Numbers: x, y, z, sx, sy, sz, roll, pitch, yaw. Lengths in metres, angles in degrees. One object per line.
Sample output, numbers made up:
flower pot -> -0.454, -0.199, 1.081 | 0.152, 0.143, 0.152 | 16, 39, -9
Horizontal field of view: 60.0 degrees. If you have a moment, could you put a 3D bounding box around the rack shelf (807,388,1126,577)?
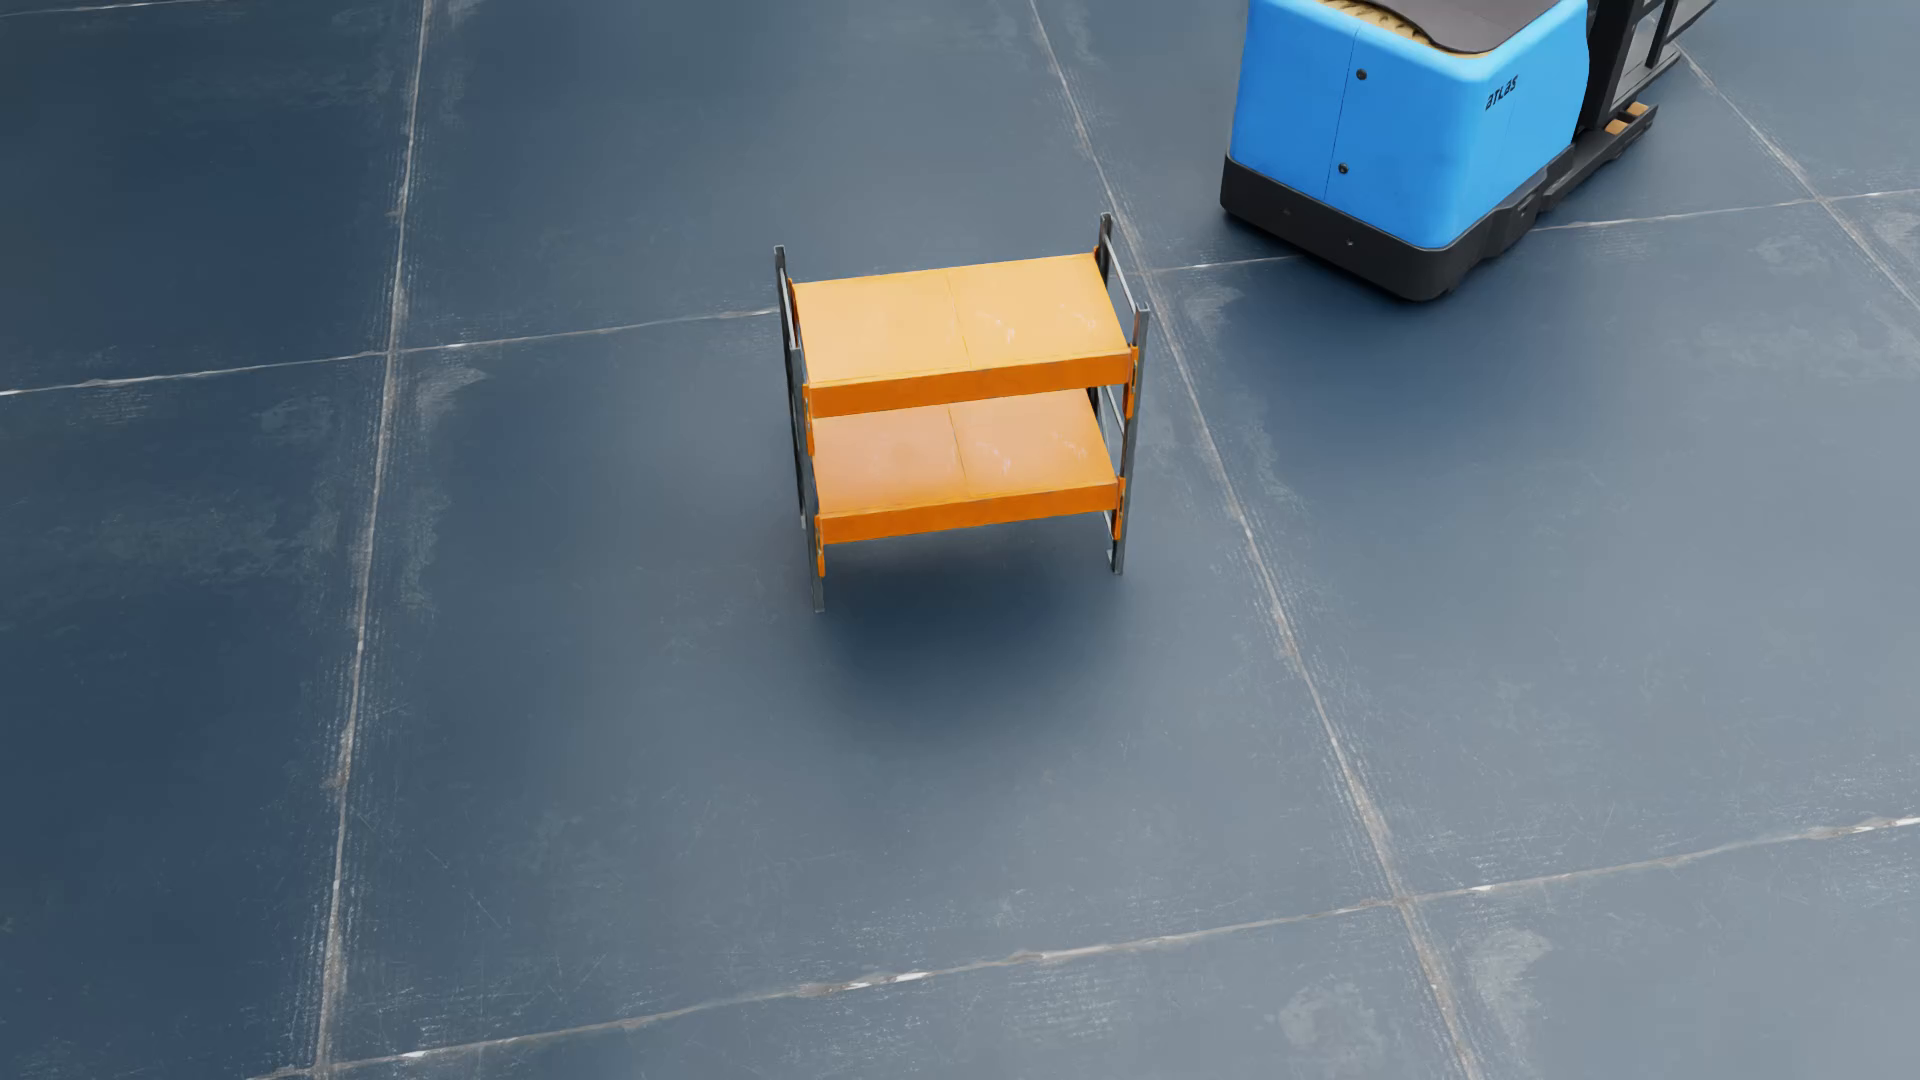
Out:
rack shelf -> -0.007, -0.220, 5.520 | 1.000, 0.278, 0.538 | -7, 46, -7

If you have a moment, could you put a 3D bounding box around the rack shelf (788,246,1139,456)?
rack shelf -> -0.007, -0.593, 5.133 | 1.000, 0.278, 0.538 | -7, 46, -7

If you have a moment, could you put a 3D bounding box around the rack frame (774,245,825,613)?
rack frame -> -0.508, -0.327, 5.284 | 0.032, 1.125, 0.500 | -7, 46, -7

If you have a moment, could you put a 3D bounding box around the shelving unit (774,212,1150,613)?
shelving unit -> -0.007, -0.389, 5.344 | 1.048, 1.125, 0.538 | -7, 46, -7

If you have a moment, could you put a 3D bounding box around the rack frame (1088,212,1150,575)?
rack frame -> 0.494, -0.452, 5.404 | 0.032, 1.125, 0.500 | -7, 46, -7

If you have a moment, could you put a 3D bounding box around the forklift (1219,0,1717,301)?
forklift -> 2.467, -2.935, 6.543 | 1.130, 2.935, 3.031 | 34, 55, 28
